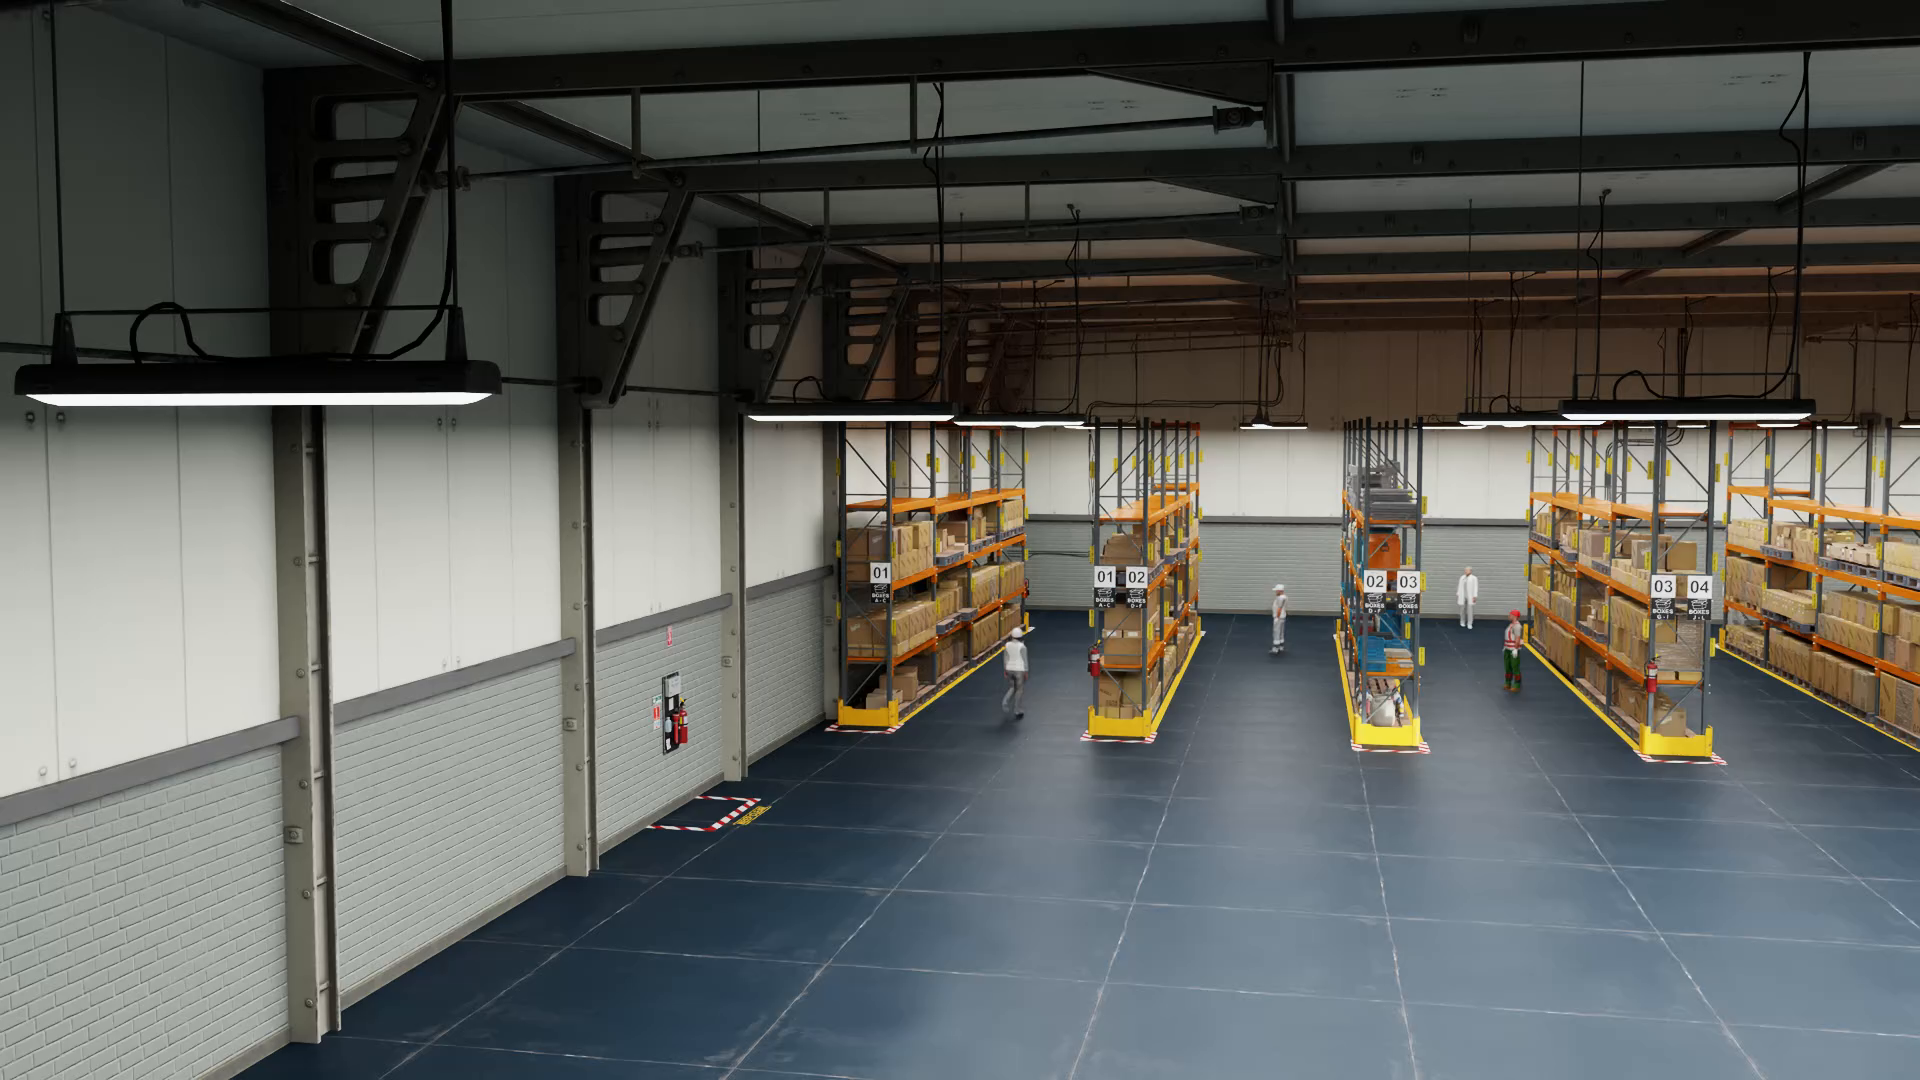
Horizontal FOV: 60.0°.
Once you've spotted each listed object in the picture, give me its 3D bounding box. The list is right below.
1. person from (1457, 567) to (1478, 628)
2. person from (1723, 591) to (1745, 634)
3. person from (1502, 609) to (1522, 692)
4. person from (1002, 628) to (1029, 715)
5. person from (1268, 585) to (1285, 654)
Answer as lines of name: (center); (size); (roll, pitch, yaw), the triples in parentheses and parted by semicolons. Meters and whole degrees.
person: (14.884, 1.729, 48.795); (0.587, 1.697, 0.567); (1, 4, 21)
person: (21.566, 1.844, 46.242); (0.637, 1.774, 0.406); (1, 4, 19)
person: (12.231, 2.431, 36.812); (0.391, 1.795, 0.595); (-1, 4, -15)
person: (1.121, 2.645, 33.580); (0.537, 1.765, 0.525); (4, 5, 44)
person: (8.197, 2.044, 42.966); (0.443, 1.793, 0.591); (2, 4, 23)
